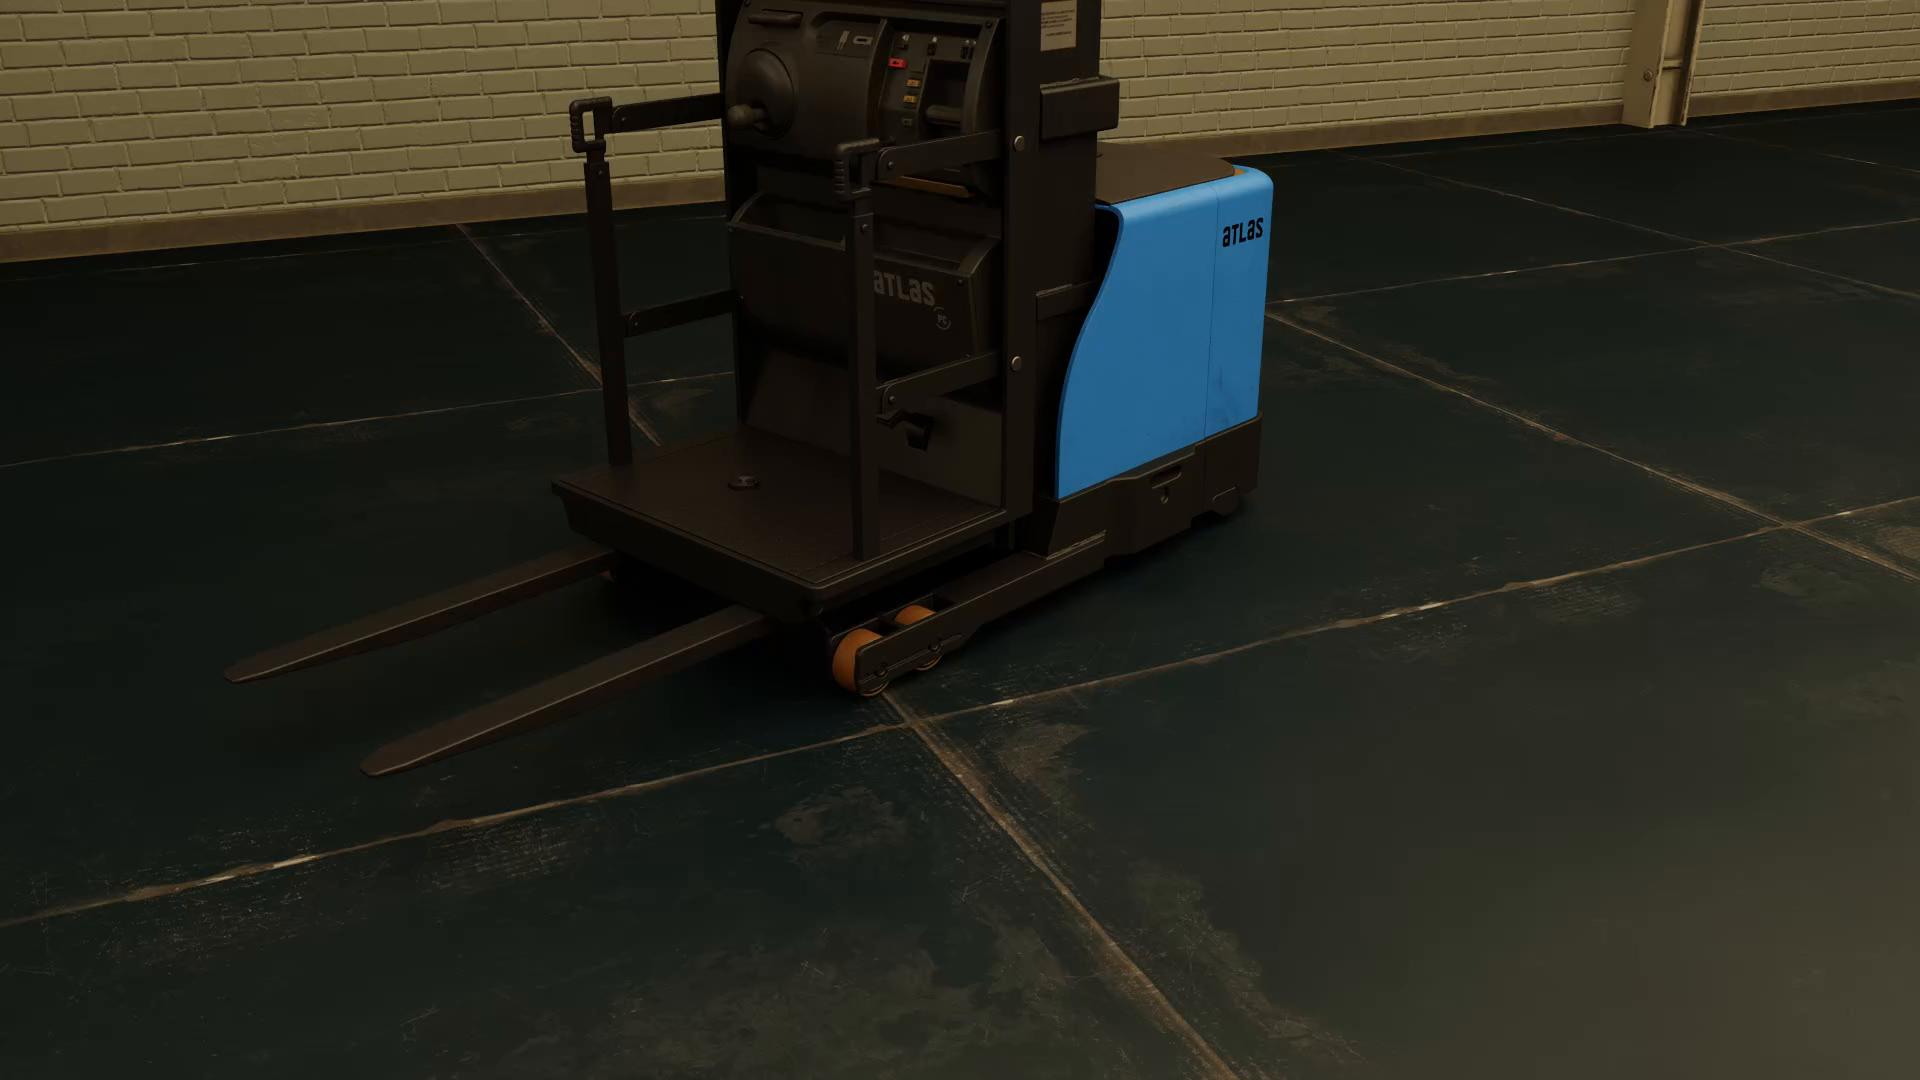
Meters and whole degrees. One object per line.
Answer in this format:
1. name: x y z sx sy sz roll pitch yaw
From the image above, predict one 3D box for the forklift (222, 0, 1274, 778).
1. forklift: -0.413 -1.182 4.131 1.130 2.935 3.031 19 29 39
